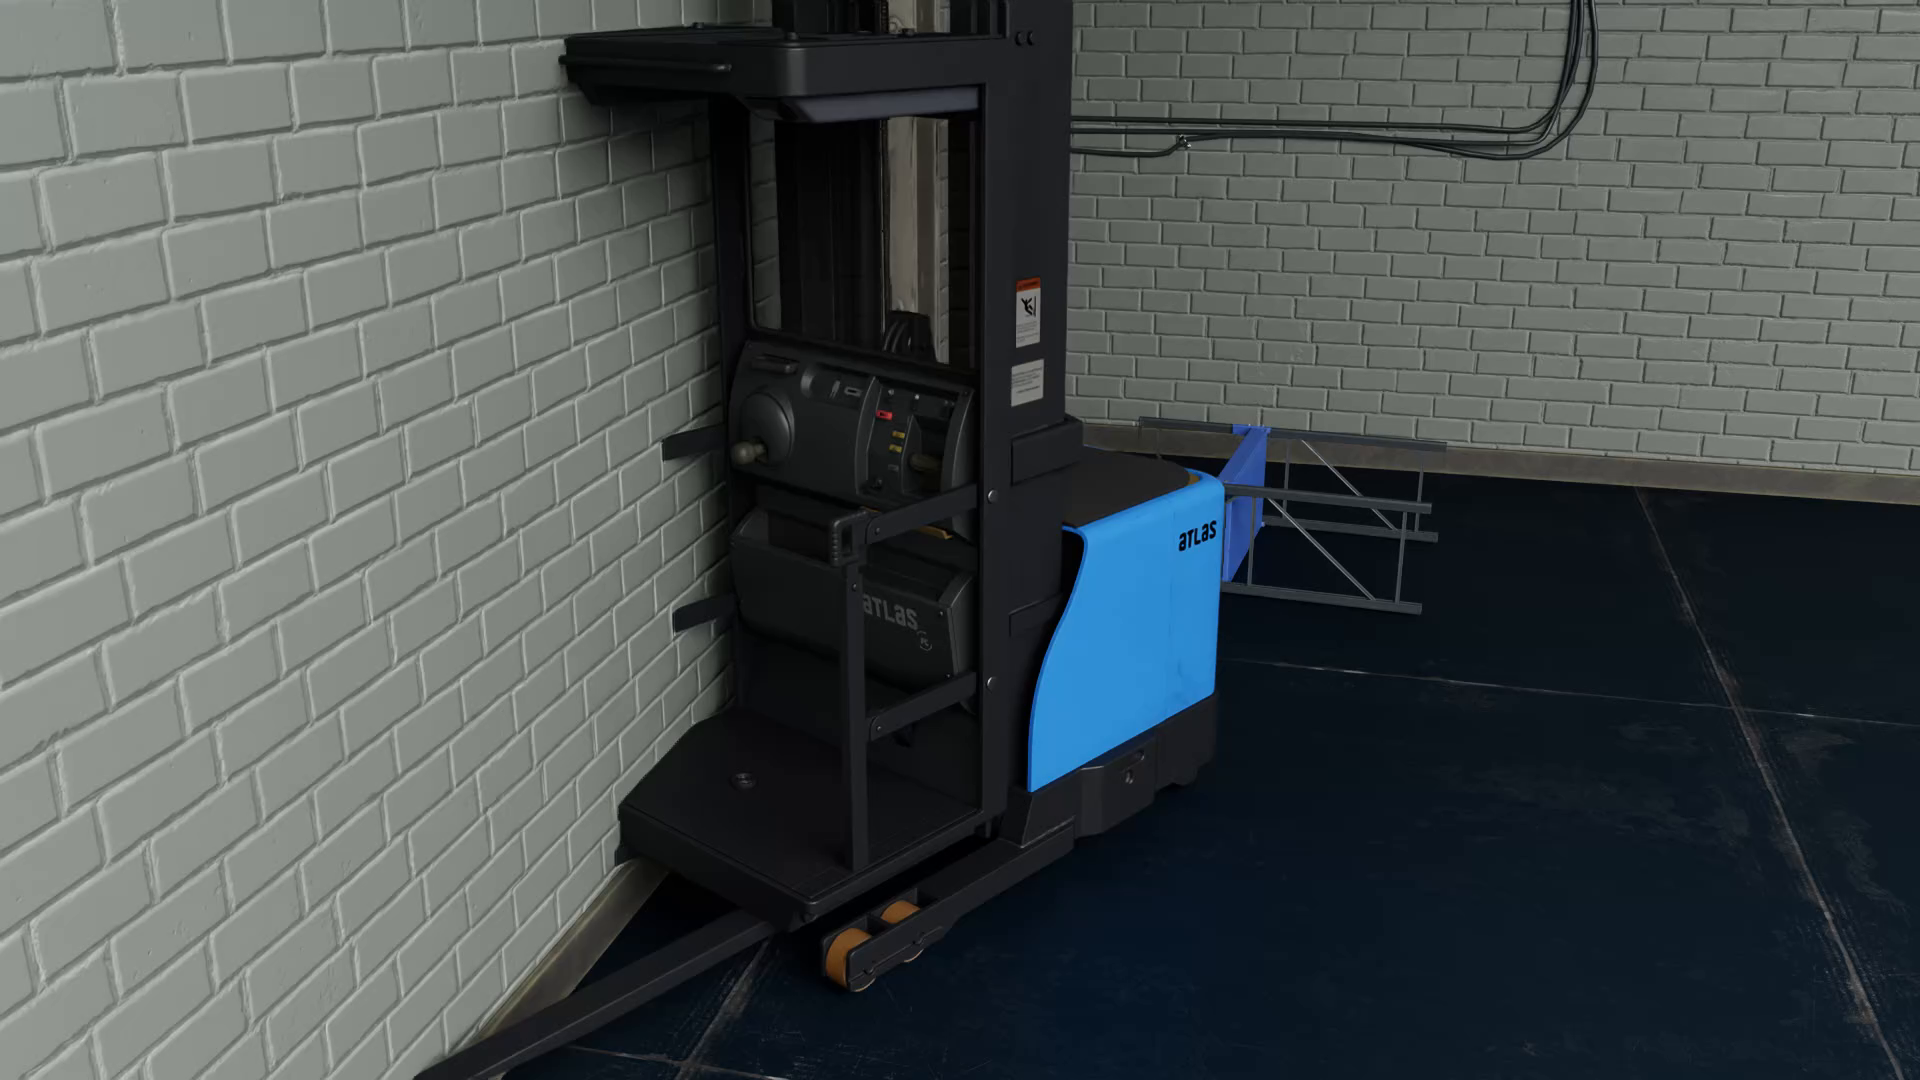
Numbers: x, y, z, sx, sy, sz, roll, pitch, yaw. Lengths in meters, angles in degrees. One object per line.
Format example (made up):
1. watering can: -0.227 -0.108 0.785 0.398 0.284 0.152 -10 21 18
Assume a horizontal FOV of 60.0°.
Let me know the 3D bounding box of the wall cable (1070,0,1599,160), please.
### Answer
1. wall cable: 1.729 -3.230 8.527 3.097 2.526 0.112 5 19 13

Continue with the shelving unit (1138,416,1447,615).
1. shelving unit: 1.451 -0.151 7.798 1.500 0.538 1.048 6 20 18

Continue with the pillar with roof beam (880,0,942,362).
1. pillar with roof beam: 3.902 -3.541 4.632 9.100 9.000 0.400 5 19 13

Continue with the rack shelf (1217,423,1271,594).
1. rack shelf: 1.281 -0.170 7.853 0.185 0.538 1.000 6 20 18

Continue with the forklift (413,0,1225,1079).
1. forklift: -0.469 -0.334 4.632 1.130 2.935 3.031 16 25 39

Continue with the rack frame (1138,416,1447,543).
1. rack frame: 1.617 -0.307 8.252 1.500 0.500 0.032 6 20 18

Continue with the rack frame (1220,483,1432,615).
1. rack frame: 1.285 0.004 7.343 1.500 0.500 0.032 6 20 18
